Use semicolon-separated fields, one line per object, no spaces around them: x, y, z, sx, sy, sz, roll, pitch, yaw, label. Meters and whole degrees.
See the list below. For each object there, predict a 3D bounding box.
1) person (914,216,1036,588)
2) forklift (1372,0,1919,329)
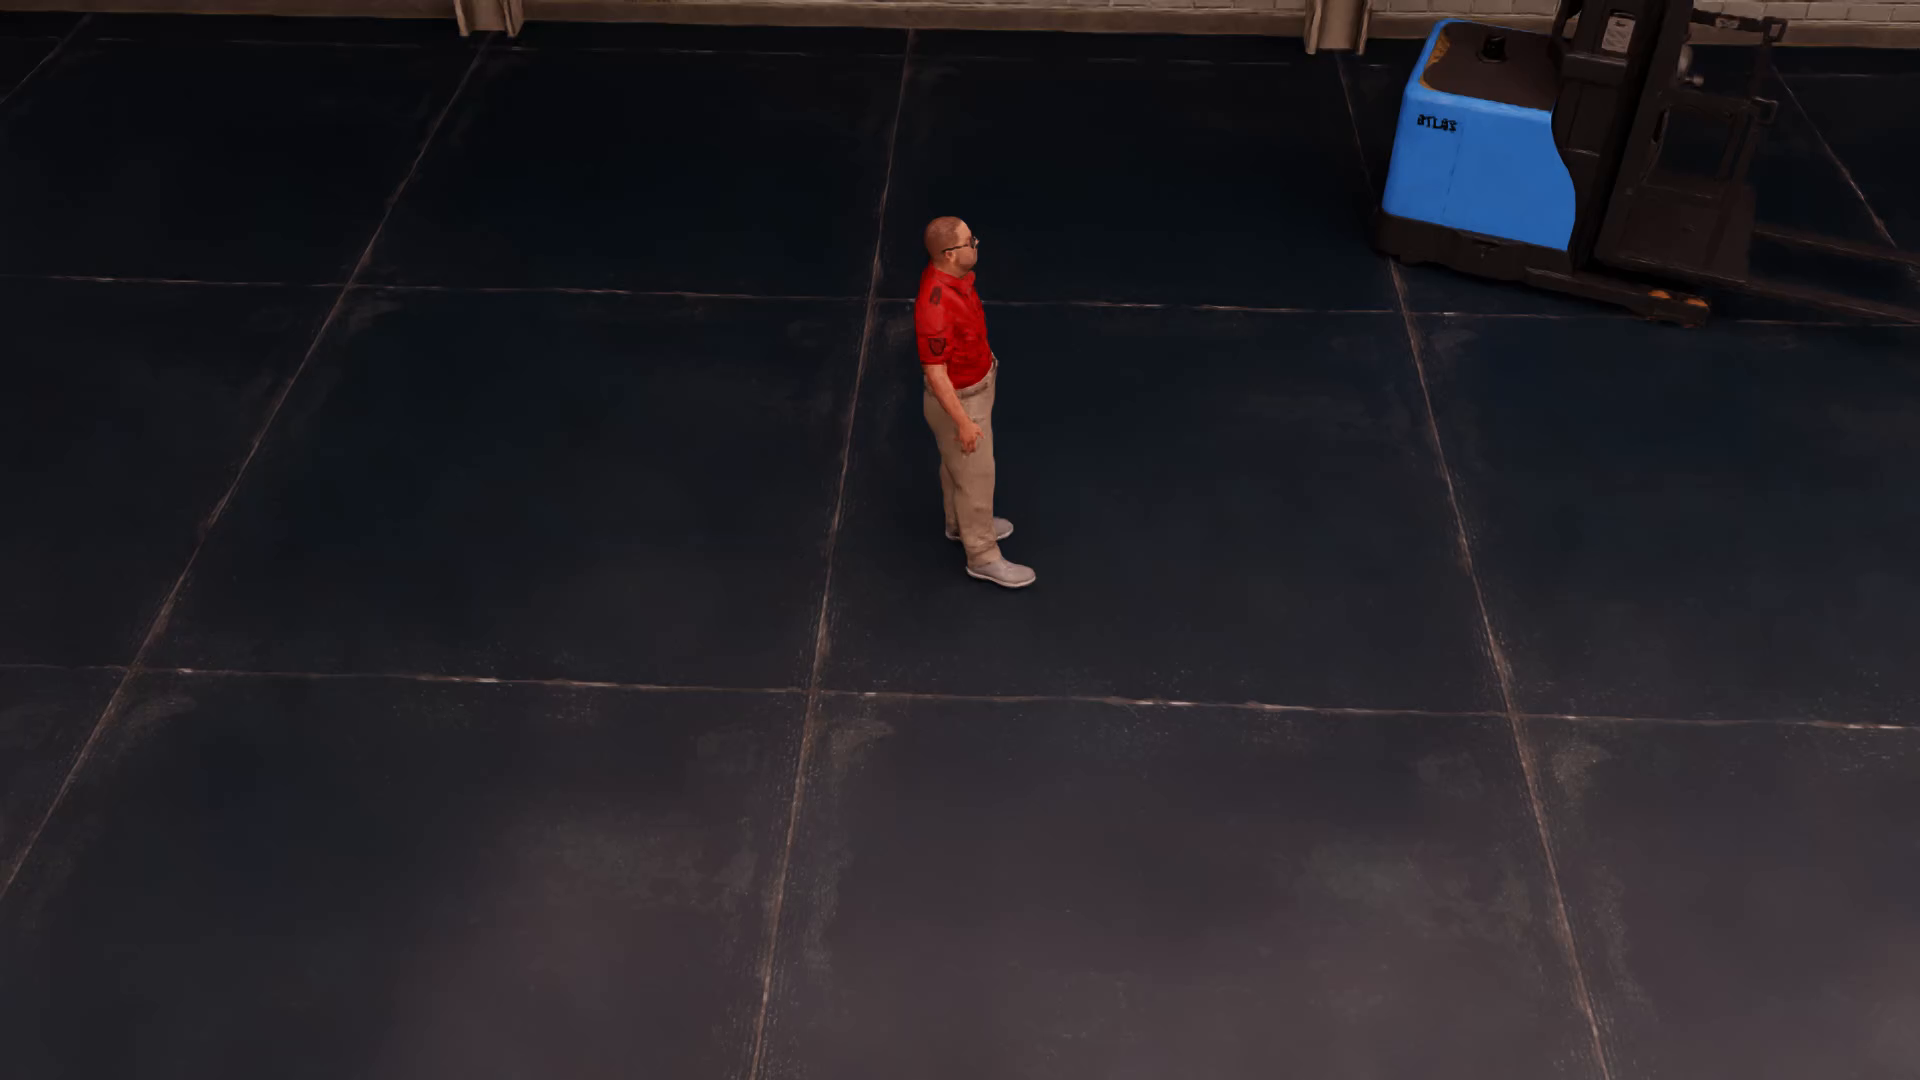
0.089;-0.633;7.317;0.550;1.726;0.640;2;42;2;person
3.974;-2.657;8.653;3.031;2.935;1.130;16;45;16;forklift
